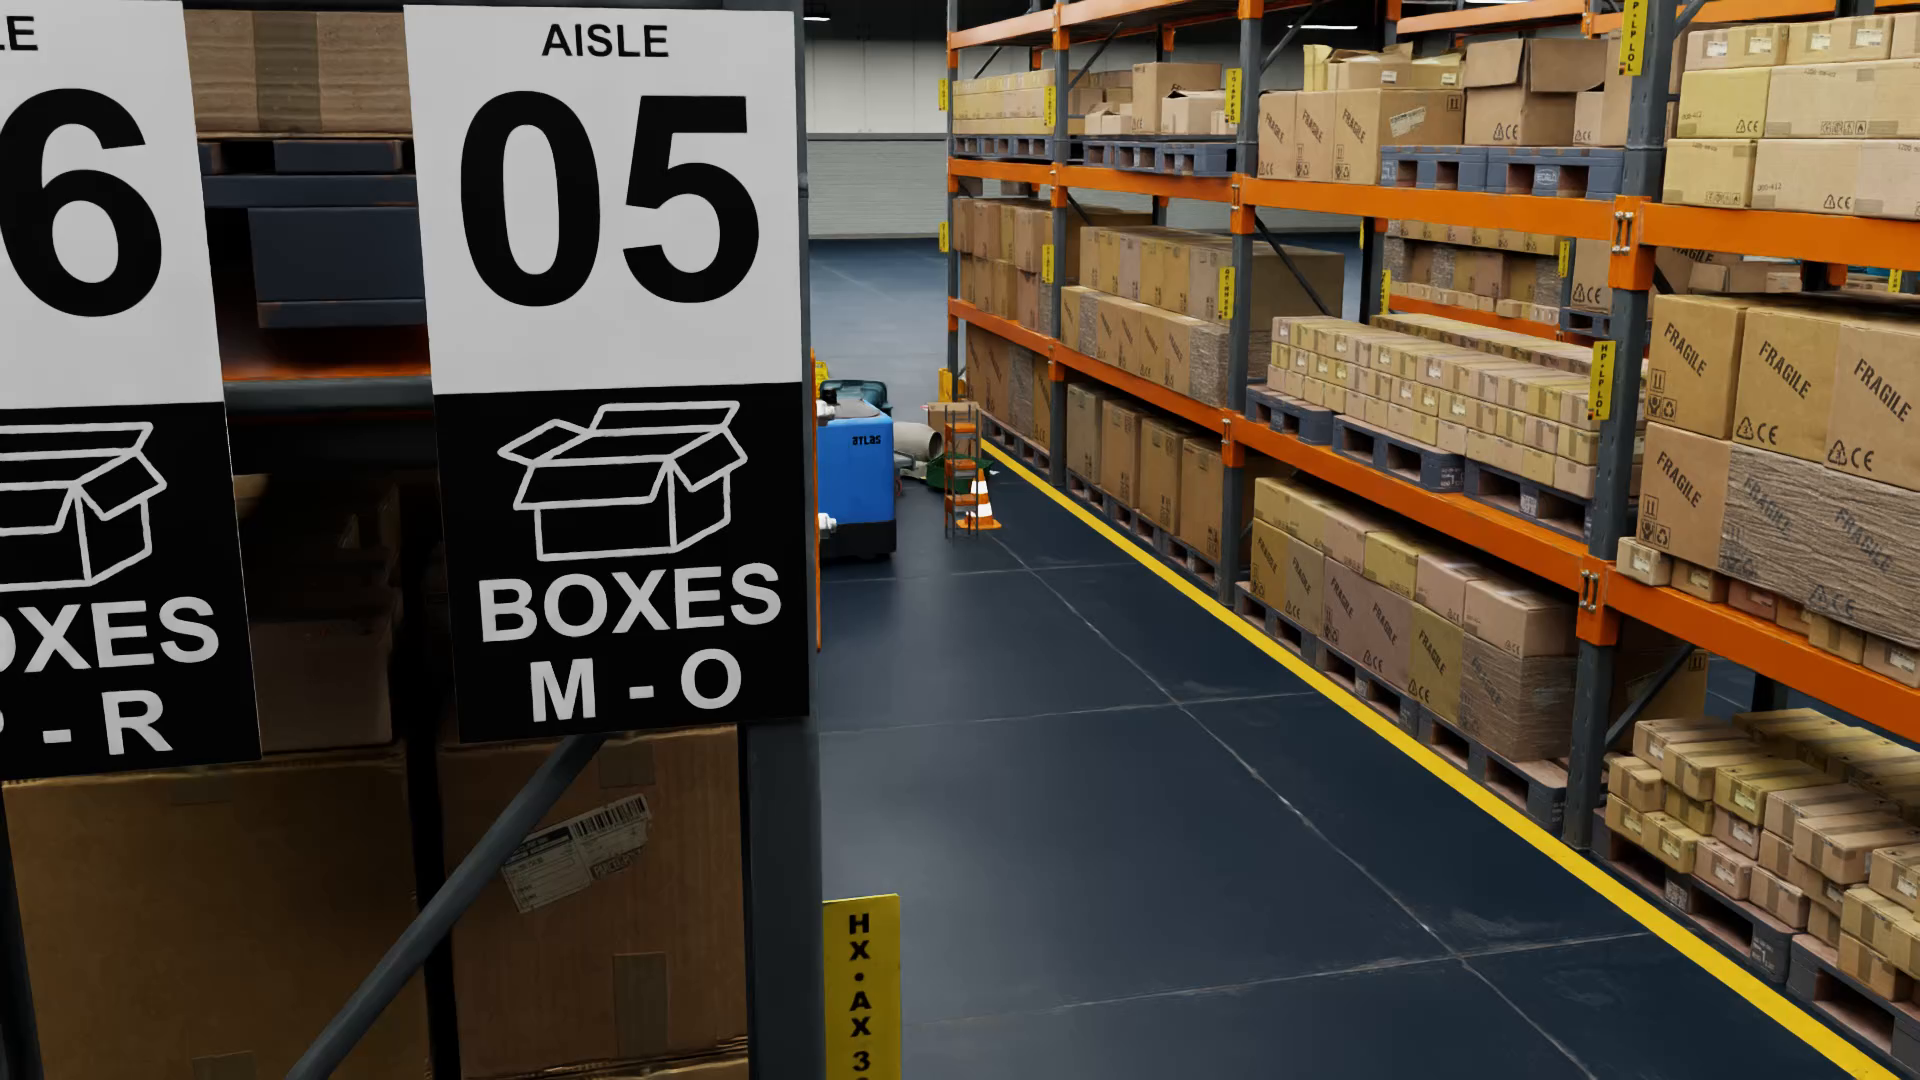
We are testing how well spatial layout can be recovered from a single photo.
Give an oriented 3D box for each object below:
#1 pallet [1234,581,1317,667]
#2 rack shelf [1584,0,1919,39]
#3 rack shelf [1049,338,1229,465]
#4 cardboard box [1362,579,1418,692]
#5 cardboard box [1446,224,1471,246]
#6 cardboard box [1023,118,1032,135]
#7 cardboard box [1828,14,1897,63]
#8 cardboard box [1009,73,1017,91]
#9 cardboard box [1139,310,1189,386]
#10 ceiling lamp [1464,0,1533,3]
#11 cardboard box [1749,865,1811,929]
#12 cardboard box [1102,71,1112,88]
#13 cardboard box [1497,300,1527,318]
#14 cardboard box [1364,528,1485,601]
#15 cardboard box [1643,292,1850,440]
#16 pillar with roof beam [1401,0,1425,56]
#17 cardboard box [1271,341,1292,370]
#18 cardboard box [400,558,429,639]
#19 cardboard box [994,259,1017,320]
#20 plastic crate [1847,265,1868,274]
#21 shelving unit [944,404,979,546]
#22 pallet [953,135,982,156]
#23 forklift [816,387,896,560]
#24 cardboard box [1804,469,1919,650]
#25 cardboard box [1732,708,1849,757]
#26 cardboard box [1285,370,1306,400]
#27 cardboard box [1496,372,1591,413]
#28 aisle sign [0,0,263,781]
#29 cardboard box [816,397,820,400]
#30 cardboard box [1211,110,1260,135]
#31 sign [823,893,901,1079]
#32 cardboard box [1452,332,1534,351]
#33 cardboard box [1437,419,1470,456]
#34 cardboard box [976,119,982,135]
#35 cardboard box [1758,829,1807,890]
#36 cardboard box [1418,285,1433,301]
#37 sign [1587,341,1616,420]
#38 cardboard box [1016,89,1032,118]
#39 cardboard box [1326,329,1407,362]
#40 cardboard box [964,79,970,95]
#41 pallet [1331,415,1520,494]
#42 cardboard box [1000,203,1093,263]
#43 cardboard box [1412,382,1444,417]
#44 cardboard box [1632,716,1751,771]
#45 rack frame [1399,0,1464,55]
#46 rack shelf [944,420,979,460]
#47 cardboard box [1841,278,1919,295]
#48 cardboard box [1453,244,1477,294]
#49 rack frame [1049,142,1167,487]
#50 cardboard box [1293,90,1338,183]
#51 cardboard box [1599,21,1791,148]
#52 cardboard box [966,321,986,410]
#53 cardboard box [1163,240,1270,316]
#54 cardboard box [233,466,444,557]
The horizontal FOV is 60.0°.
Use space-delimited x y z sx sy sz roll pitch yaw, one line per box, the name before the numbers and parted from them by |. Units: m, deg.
pallet | 2.425 0.487 10.490 1.003 0.211 1.213 -3 14 -13
rack shelf | 6.618 -4.133 13.243 1.077 0.370 4.000 -3 14 -13
rack shelf | 1.773 -1.160 12.871 1.077 0.370 4.000 -3 14 -13
cardboard box | 2.527 0.491 8.979 0.500 0.500 0.500 -4 14 -14
cardboard box | 5.426 -3.338 17.324 0.500 0.500 0.500 -3 14 -13
cardboard box | 0.785 -3.743 15.039 0.380 0.149 0.250 -3 14 -12
cardboard box | 3.177 -1.684 5.601 0.380 0.149 0.250 -4 14 -15
cardboard box | 0.669 -4.246 15.421 0.380 0.149 0.250 -3 14 -13
cardboard box | 1.643 -1.416 12.193 0.500 0.500 0.500 -4 14 -14
ceiling lamp | 11.838 -13.263 35.955 2.000 3.185 0.800 -3 14 -13
cardboard box | 3.235 1.329 6.289 0.380 0.149 0.250 -4 14 -14
cardboard box | 1.487 -4.108 14.854 0.380 0.149 0.250 -3 14 -14
cardboard box | 5.595 -2.306 16.575 0.380 0.149 0.250 -3 14 -13
cardboard box | 2.516 0.122 8.908 0.500 0.250 0.500 -4 14 -16
cardboard box | 3.051 -0.687 6.473 0.500 0.500 0.500 -3 14 -12
pillar with roof beam | 9.428 -13.457 49.048 9.100 9.000 0.548 -3 14 -13
cardboard box | 2.161 -1.152 10.340 0.380 0.149 0.250 -3 14 -11
cardboard box | -1.162 0.345 2.876 0.500 0.500 0.500 -3 14 -13
cardboard box | 0.820 -2.502 16.531 0.875 0.550 0.500 -3 14 -13
plastic crate | 10.579 -3.102 19.617 0.499 0.251 0.408 -3 14 -13
shelving unit | 0.013 -0.498 12.752 0.215 1.050 0.252 -3 14 -13
pallet | 0.548 -4.137 17.408 1.003 0.211 1.213 -3 14 -13
forklift | -2.047 -1.285 12.012 3.031 2.935 1.130 -4 14 -15
cardboard box | 3.260 0.042 5.599 0.500 0.500 0.500 -4 14 -14
cardboard box | 3.519 0.834 7.062 0.380 0.149 0.250 -3 14 -12
cardboard box | 2.214 -0.954 10.156 0.380 0.149 0.250 -3 14 -10
cardboard box | 2.775 -0.700 7.862 0.380 0.149 0.250 -4 14 -15
aisle sign | -0.951 -0.132 1.671 0.394 0.787 0.004 -3 14 -13
cardboard box | -1.551 -1.118 16.442 0.637 0.503 0.797 10 17 35
cardboard box | 1.888 -2.770 11.023 0.380 0.166 0.250 -3 14 -13
sign | -0.125 0.608 2.128 0.100 0.325 0.005 -3 14 -13
cardboard box | 3.039 -1.096 9.483 0.380 0.149 0.250 -3 14 -13
cardboard box | 2.649 -0.527 8.409 0.380 0.149 0.250 -4 14 -16
cardboard box | 0.370 -4.152 16.713 0.380 0.149 0.250 -3 14 -13
cardboard box | 3.256 1.182 6.262 0.380 0.149 0.250 -4 14 -16
cardboard box | 5.259 -2.714 18.245 0.380 0.149 0.250 -3 14 -13
sign | 2.643 -0.656 6.853 0.100 0.325 0.005 -3 14 -13
cardboard box | 0.820 -3.968 15.123 0.500 0.250 0.500 -3 14 -13
cardboard box | 2.344 -1.122 9.590 0.380 0.149 0.250 -4 14 -16
cardboard box | 0.251 -4.657 17.103 0.380 0.149 0.250 -3 14 -14
pallet | 2.747 -0.501 9.060 1.003 0.211 1.213 -3 14 -13
cardboard box | 0.882 -3.030 16.418 0.875 0.550 0.500 -3 14 -13
cardboard box | 2.584 -0.737 8.640 0.380 0.149 0.250 -3 14 -13
cardboard box | 3.062 0.857 6.966 0.380 0.149 0.250 -3 14 -11
rack frame | 5.209 -6.061 18.776 1.000 3.000 0.127 -3 14 -13
rack shelf | 0.013 -0.763 12.687 0.215 0.259 0.240 -3 14 -13
cardboard box | 6.922 -1.676 12.373 0.500 0.500 0.500 -5 15 -20
cardboard box | 5.727 -2.869 17.513 0.875 0.500 0.500 -3 14 -13
rack frame | 1.303 -1.971 14.675 1.000 3.000 0.127 -3 14 -13
cardboard box | 2.242 -2.292 9.459 0.500 0.500 0.500 -3 14 -13
cardboard box | 3.200 -1.929 7.086 0.700 0.500 0.500 -3 14 -13
cardboard box | 0.587 -1.913 18.029 0.875 0.875 0.875 -3 14 -13
cardboard box | 1.904 -1.922 12.154 0.700 0.500 0.500 -4 14 -14
cardboard box | -1.182 -0.061 3.173 0.380 0.149 0.250 -3 14 -14
